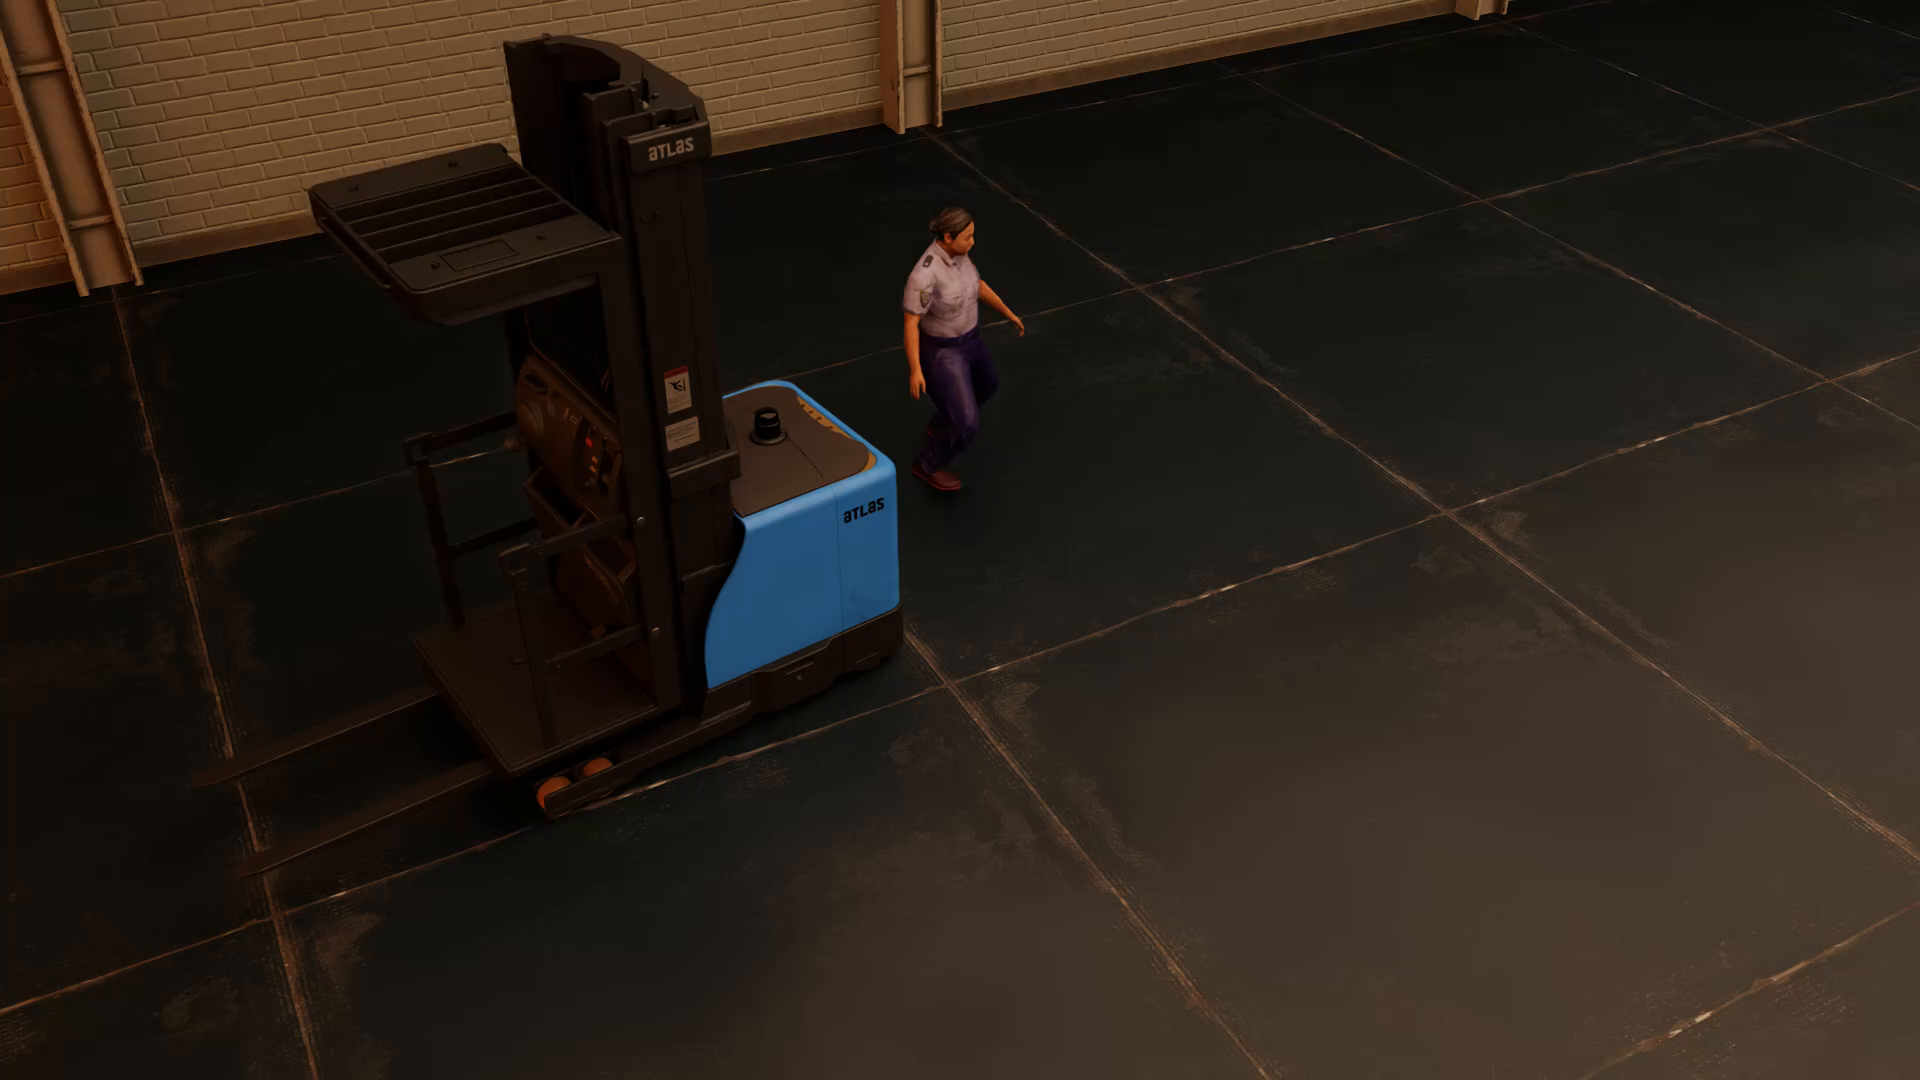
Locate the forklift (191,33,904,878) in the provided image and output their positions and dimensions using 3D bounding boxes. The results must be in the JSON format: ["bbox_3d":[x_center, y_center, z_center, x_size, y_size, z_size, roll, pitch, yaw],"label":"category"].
[{"bbox_3d":[-1.757,-0.379,6.660,3.031,2.935,1.130,-23,41,-29],"label":"forklift"}]

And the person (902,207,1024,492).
[{"bbox_3d":[-0.023,-1.019,8.816,0.626,1.532,0.878,19,40,25],"label":"person"}]
